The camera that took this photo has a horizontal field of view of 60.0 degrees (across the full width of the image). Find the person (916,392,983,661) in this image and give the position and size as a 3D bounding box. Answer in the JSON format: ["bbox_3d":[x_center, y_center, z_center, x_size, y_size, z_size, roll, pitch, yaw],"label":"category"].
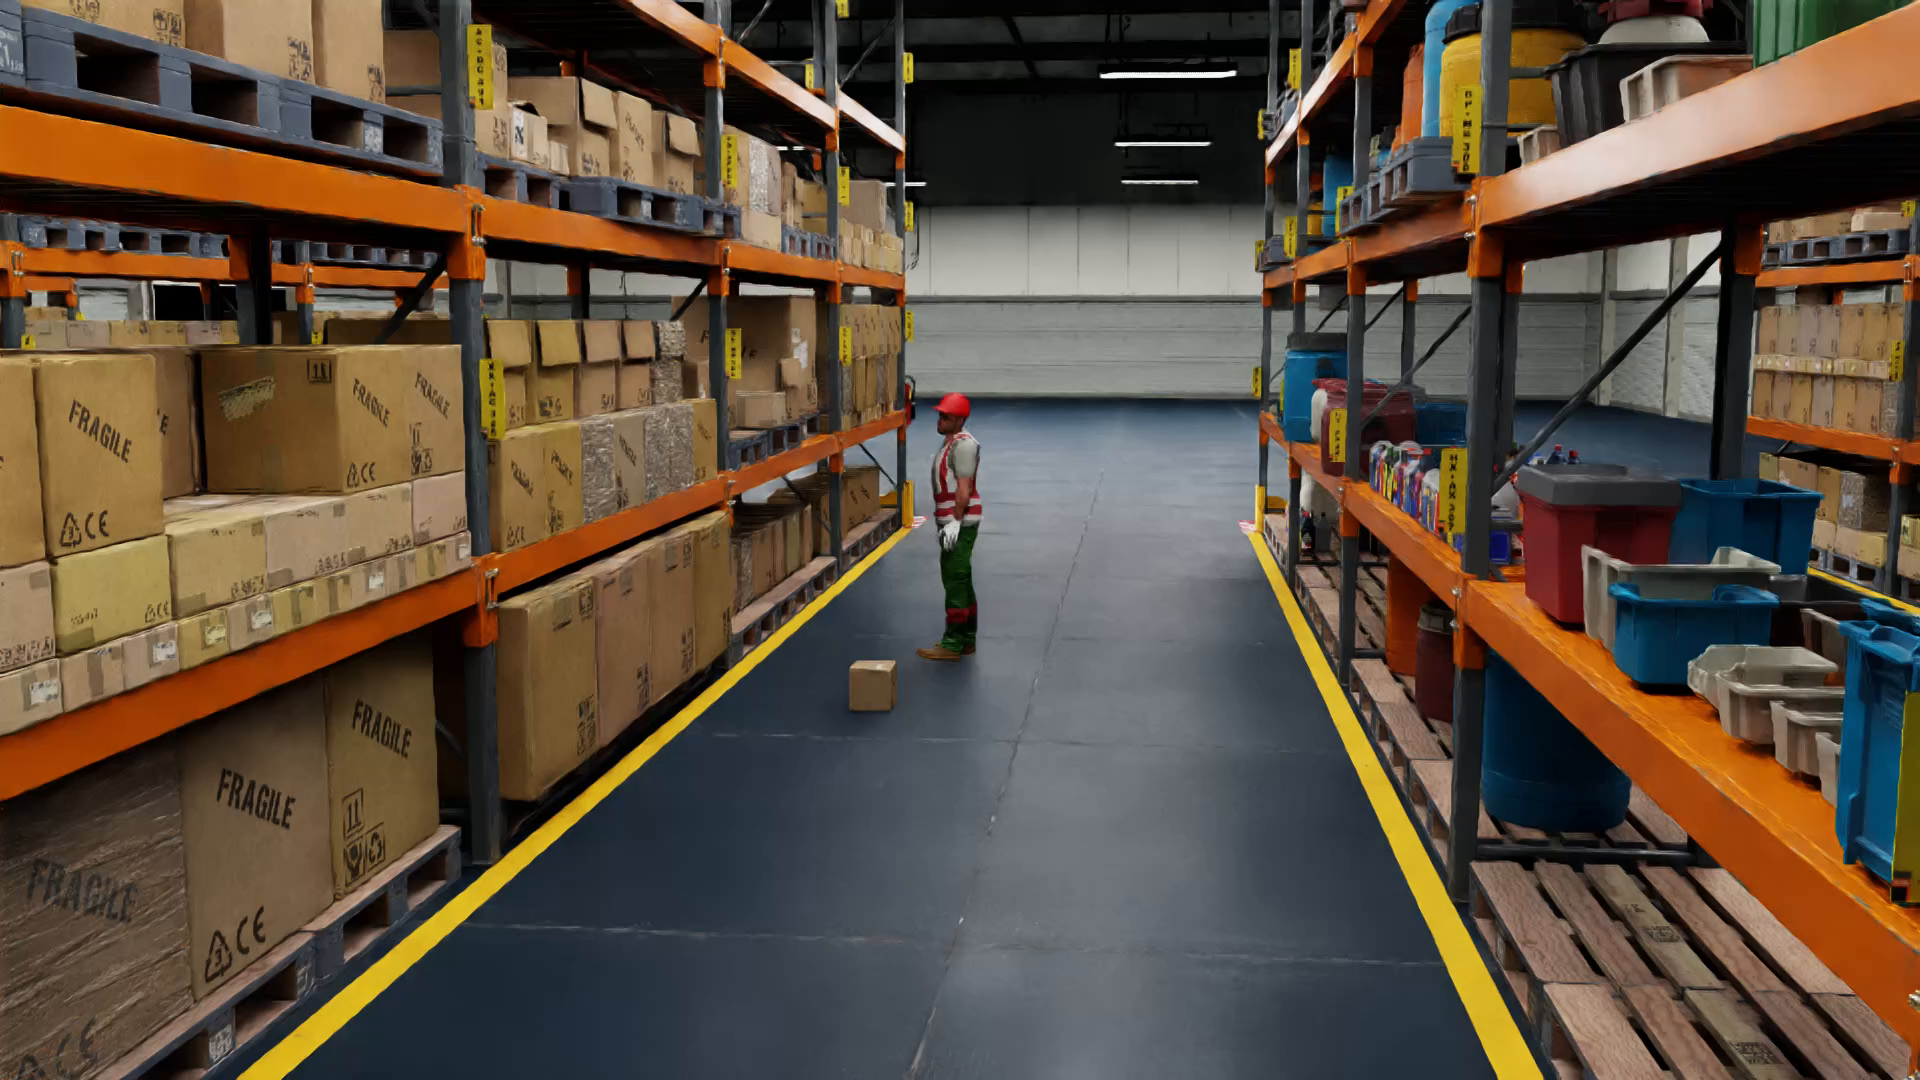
[{"bbox_3d":[-0.088,-0.094,11.171,0.465,1.794,0.620,-1,8,-10],"label":"person"}]
